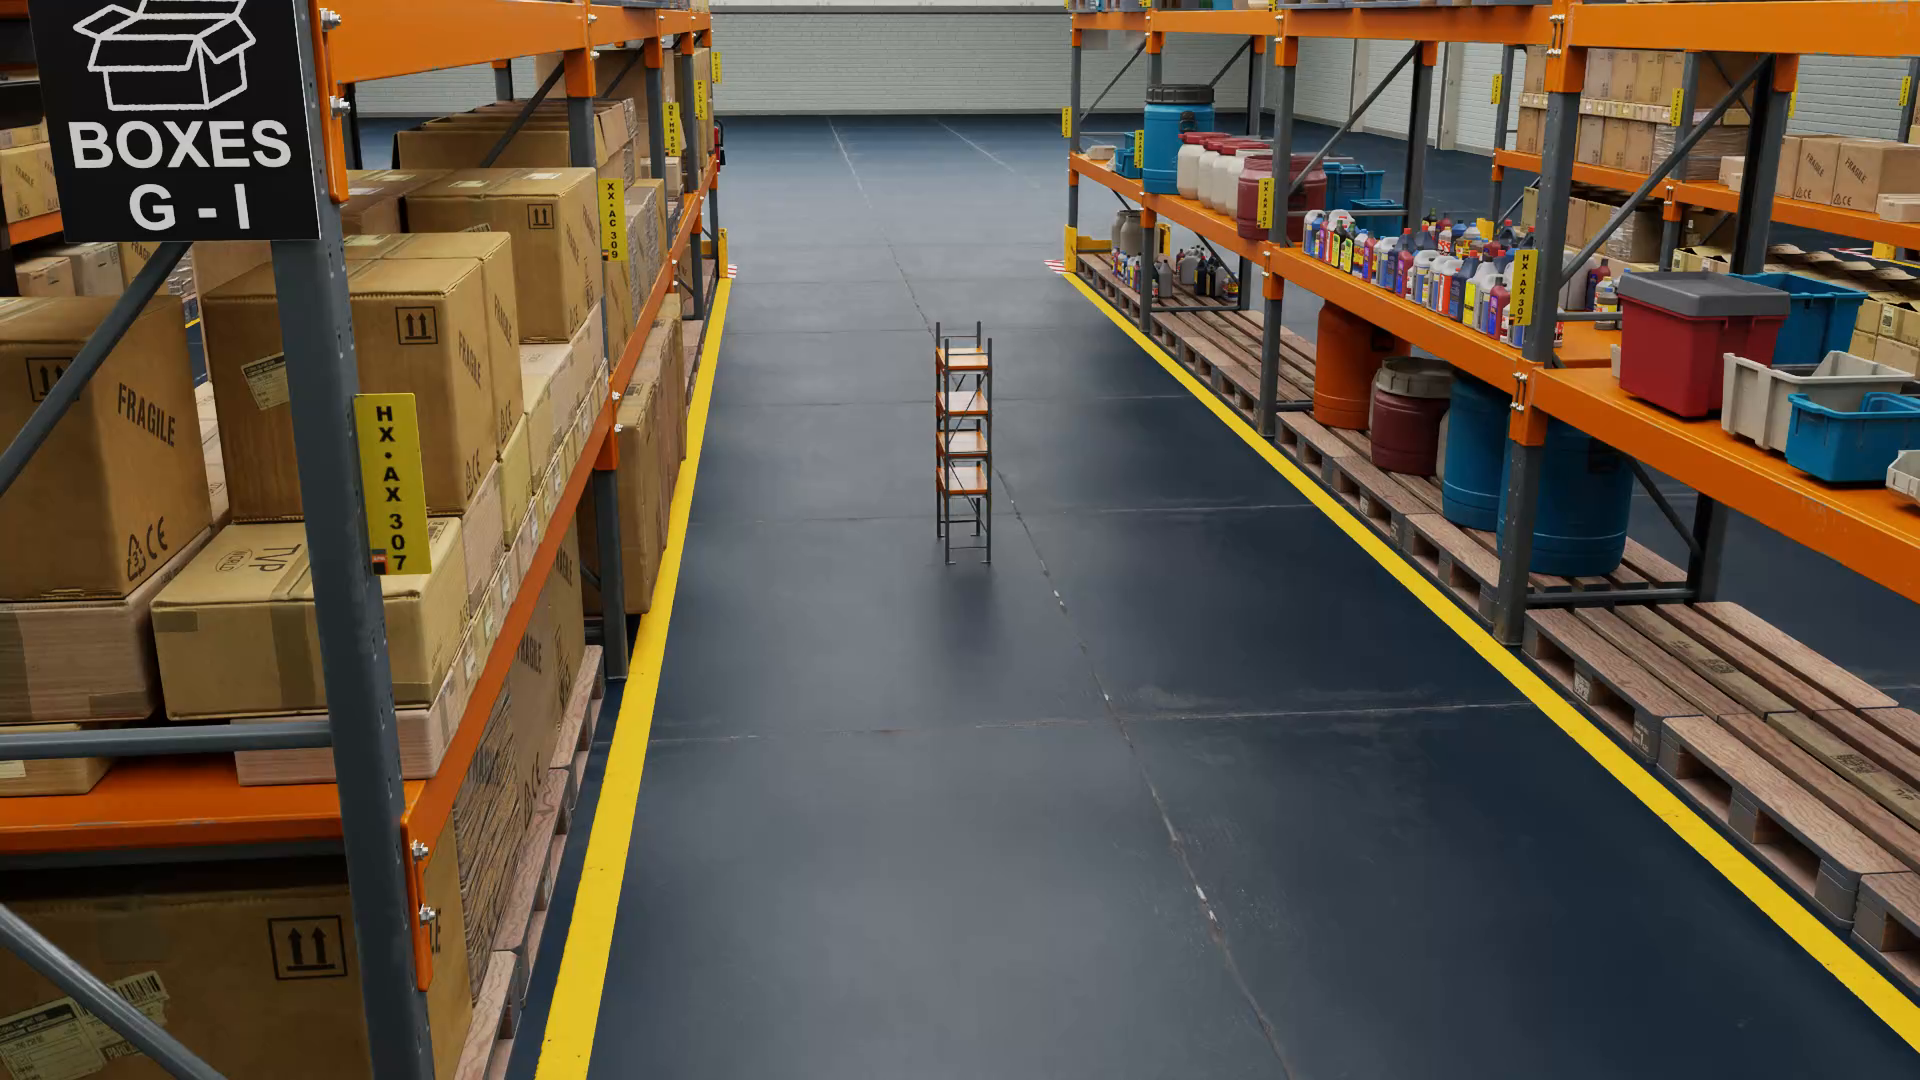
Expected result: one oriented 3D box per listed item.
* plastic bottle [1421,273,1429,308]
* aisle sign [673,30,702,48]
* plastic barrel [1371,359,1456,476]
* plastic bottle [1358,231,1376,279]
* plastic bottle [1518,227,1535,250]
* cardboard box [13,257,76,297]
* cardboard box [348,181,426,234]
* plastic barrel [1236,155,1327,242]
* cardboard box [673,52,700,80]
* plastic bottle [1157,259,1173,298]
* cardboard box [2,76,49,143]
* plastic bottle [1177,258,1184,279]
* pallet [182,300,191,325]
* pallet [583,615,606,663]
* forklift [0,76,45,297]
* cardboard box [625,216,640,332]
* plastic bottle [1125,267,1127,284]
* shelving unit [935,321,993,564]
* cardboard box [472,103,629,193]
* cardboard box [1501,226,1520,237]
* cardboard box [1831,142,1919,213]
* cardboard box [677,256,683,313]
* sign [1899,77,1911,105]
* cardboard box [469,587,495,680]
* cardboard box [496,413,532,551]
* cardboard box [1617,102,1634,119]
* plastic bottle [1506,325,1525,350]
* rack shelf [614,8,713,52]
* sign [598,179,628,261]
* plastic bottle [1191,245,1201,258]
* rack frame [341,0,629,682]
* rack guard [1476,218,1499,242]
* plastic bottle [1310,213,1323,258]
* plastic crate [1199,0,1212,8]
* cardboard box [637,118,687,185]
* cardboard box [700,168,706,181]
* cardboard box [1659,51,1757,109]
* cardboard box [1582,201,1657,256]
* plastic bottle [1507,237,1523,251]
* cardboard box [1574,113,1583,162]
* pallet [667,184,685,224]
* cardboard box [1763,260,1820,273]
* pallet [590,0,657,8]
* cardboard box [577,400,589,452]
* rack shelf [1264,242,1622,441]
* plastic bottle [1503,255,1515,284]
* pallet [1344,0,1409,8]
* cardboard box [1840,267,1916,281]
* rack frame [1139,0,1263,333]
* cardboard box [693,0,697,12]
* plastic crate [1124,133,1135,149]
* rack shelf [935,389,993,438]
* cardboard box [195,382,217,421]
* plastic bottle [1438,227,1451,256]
[{"bbox_3d":[2.471,-1.318,8.700,0.097,0.201,0.097,0,17,0],"label":"plastic bottle"},{"bbox_3d":[-2.896,-5.663,17.868,0.394,0.787,0.004,-2,18,-6],"label":"aisle sign"},{"bbox_3d":[2.748,-0.733,9.828,0.600,0.588,0.708,-2,18,-6],"label":"plastic barrel"},{"bbox_3d":[2.367,-1.654,9.651,0.097,0.271,0.097,0,17,0],"label":"plastic bottle"},{"bbox_3d":[3.156,-1.550,9.188,0.144,0.351,0.185,-2,18,-6],"label":"plastic bottle"},{"bbox_3d":[-7.470,-1.738,12.759,1.050,0.750,0.750,-2,18,-6],"label":"cardboard box"},{"bbox_3d":[-2.112,-0.950,5.699,0.500,0.500,0.500,-2,18,-6],"label":"cardboard box"},{"bbox_3d":[2.215,-2.358,11.454,0.600,0.536,0.708,-2,18,-6],"label":"plastic barrel"},{"bbox_3d":[-2.622,-4.161,15.090,0.500,0.500,0.500,-2,18,-6],"label":"cardboard box"},{"bbox_3d":[1.942,-2.490,15.788,0.144,0.351,0.185,-2,18,-6],"label":"plastic bottle"},{"bbox_3d":[-7.662,-3.457,13.345,0.700,0.500,0.500,-2,18,-7],"label":"cardboard box"},{"bbox_3d":[2.255,-2.763,16.906,0.097,0.201,0.097,0,17,0],"label":"plastic bottle"},{"bbox_3d":[-7.720,-1.979,15.128,1.003,0.211,1.213,-2,18,-6],"label":"pallet"},{"bbox_3d":[-2.105,0.283,7.923,1.003,0.211,1.213,-2,18,-6],"label":"pallet"},{"bbox_3d":[-4.362,-0.829,6.923,1.130,2.935,3.031,-2,18,-6],"label":"forklift"},{"bbox_3d":[-1.853,-1.311,8.179,0.500,0.500,0.500,-2,18,-7],"label":"cardboard box"},{"bbox_3d":[1.693,-2.650,16.549,0.097,0.201,0.097,0,17,0],"label":"plastic bottle"},{"bbox_3d":[0.017,-0.523,8.840,0.258,1.200,0.503,-2,18,-6],"label":"shelving unit"},{"bbox_3d":[-2.239,-2.125,9.097,0.797,0.503,0.637,-1,17,-4],"label":"cardboard box"},{"bbox_3d":[6.500,-3.422,18.958,0.500,0.250,0.500,-2,18,-6],"label":"cardboard box"},{"bbox_3d":[7.302,-2.864,13.124,0.500,0.500,0.500,-3,18,-9],"label":"cardboard box"},{"bbox_3d":[-2.777,-2.331,15.068,0.500,0.500,0.500,-2,18,-7],"label":"cardboard box"},{"bbox_3d":[11.053,-5.250,19.448,0.100,0.325,0.005,-2,18,-6],"label":"sign"},{"bbox_3d":[-1.301,0.223,3.878,0.380,0.149,0.250,-2,18,-7],"label":"cardboard box"},{"bbox_3d":[-1.427,-0.154,4.415,0.500,0.250,0.500,-2,18,-7],"label":"cardboard box"},{"bbox_3d":[6.734,-4.243,16.435,0.380,0.149,0.250,-2,18,-6],"label":"cardboard box"},{"bbox_3d":[2.614,-1.021,7.629,0.152,0.276,0.135,-2,18,-6],"label":"plastic bottle"},{"bbox_3d":[-2.982,-4.887,15.929,1.077,0.370,4.000,-2,18,-6],"label":"rack shelf"},{"bbox_3d":[-1.398,-1.288,6.695,0.100,0.325,0.005,-2,18,-6],"label":"sign"},{"bbox_3d":[2.398,-2.794,16.757,0.144,0.351,0.185,-1,17,-3],"label":"plastic bottle"},{"bbox_3d":[-1.950,-0.820,6.781,1.000,3.000,0.127,-2,18,-6],"label":"rack frame"},{"bbox_3d":[6.663,-3.515,19.537,1.175,0.500,0.348,-2,18,-6],"label":"rack guard"},{"bbox_3d":[2.272,-1.929,10.528,0.097,0.271,0.097,0,17,0],"label":"plastic bottle"},{"bbox_3d":[2.259,-5.165,15.967,0.336,0.188,0.450,-2,18,-6],"label":"plastic crate"},{"bbox_3d":[-2.505,-2.939,12.658,0.797,0.503,0.637,0,17,0],"label":"cardboard box"},{"bbox_3d":[-2.585,-3.455,15.595,0.380,0.149,0.250,-2,18,-6],"label":"cardboard box"},{"bbox_3d":[7.027,-4.307,15.555,0.700,0.500,0.500,-2,18,-5],"label":"cardboard box"},{"bbox_3d":[6.718,-3.184,16.949,0.500,0.500,0.500,-2,18,-6],"label":"cardboard box"},{"bbox_3d":[3.120,-1.564,9.347,0.061,0.283,0.133,-2,18,-6],"label":"plastic bottle"},{"bbox_3d":[6.806,-4.304,17.711,0.700,0.500,0.500,-2,18,-5],"label":"cardboard box"},{"bbox_3d":[-2.608,-2.509,12.480,1.003,0.211,1.213,-2,18,-6],"label":"pallet"},{"bbox_3d":[6.974,-2.230,14.226,0.500,0.311,0.500,-2,18,-7],"label":"cardboard box"},{"bbox_3d":[-2.125,-2.829,8.489,1.003,0.211,1.213,-1,17,-3],"label":"pallet"},{"bbox_3d":[-1.513,-0.389,5.829,0.380,0.149,0.250,-1,17,-5],"label":"cardboard box"},{"bbox_3d":[2.770,-1.226,9.274,1.077,0.370,4.000,-2,18,-6],"label":"rack shelf"},{"bbox_3d":[2.699,-1.218,8.130,0.144,0.351,0.185,-2,18,-6],"label":"plastic bottle"},{"bbox_3d":[2.678,-2.882,8.657,1.003,0.211,1.213,-2,18,-6],"label":"pallet"},{"bbox_3d":[7.563,-2.099,13.809,0.500,0.311,0.500,-2,18,-6],"label":"cardboard box"},{"bbox_3d":[2.151,-3.356,14.860,1.000,3.000,0.127,-2,18,-6],"label":"rack frame"},{"bbox_3d":[-2.627,-4.862,14.900,0.500,0.250,0.500,-2,18,-6],"label":"cardboard box"},{"bbox_3d":[2.088,-4.337,18.233,0.499,0.251,0.616,-2,18,-6],"label":"plastic crate"},{"bbox_3d":[0.017,-0.672,8.793,0.258,0.148,0.480,-2,18,-6],"label":"rack shelf"},{"bbox_3d":[-2.014,-0.292,4.855,0.500,0.250,0.500,-2,18,-6],"label":"cardboard box"},{"bbox_3d":[3.047,-1.859,10.422,0.097,0.201,0.097,0,17,0],"label":"plastic bottle"}]
